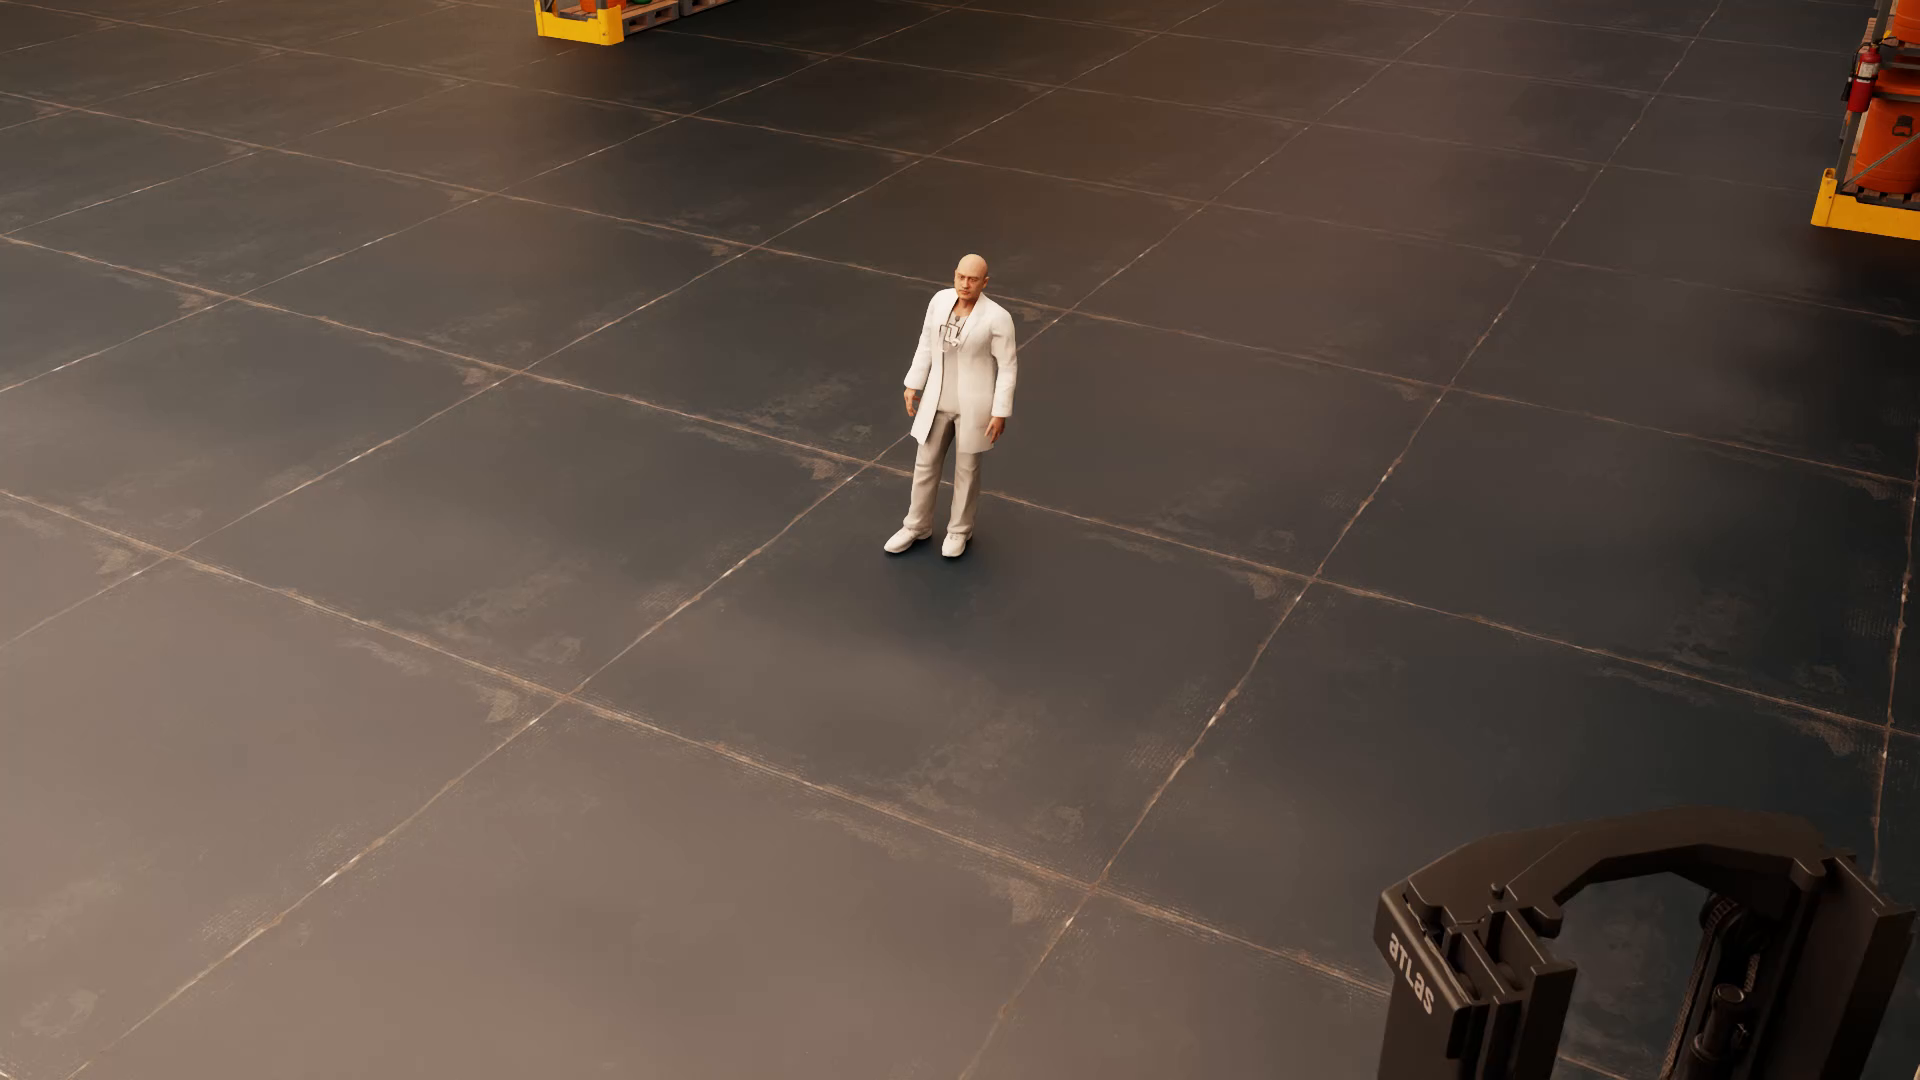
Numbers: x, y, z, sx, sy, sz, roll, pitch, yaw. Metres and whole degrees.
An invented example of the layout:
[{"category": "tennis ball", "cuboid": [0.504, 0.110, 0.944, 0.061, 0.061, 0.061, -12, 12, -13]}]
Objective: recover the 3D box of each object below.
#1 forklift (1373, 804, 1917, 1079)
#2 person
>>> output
[{"category": "forklift", "cuboid": [1.424, 2.136, 3.369, 1.130, 2.935, 3.031, -6, 31, -11]}, {"category": "person", "cuboid": [-0.048, -0.738, 9.489, 0.696, 1.776, 0.581, 15, 33, 25]}]
